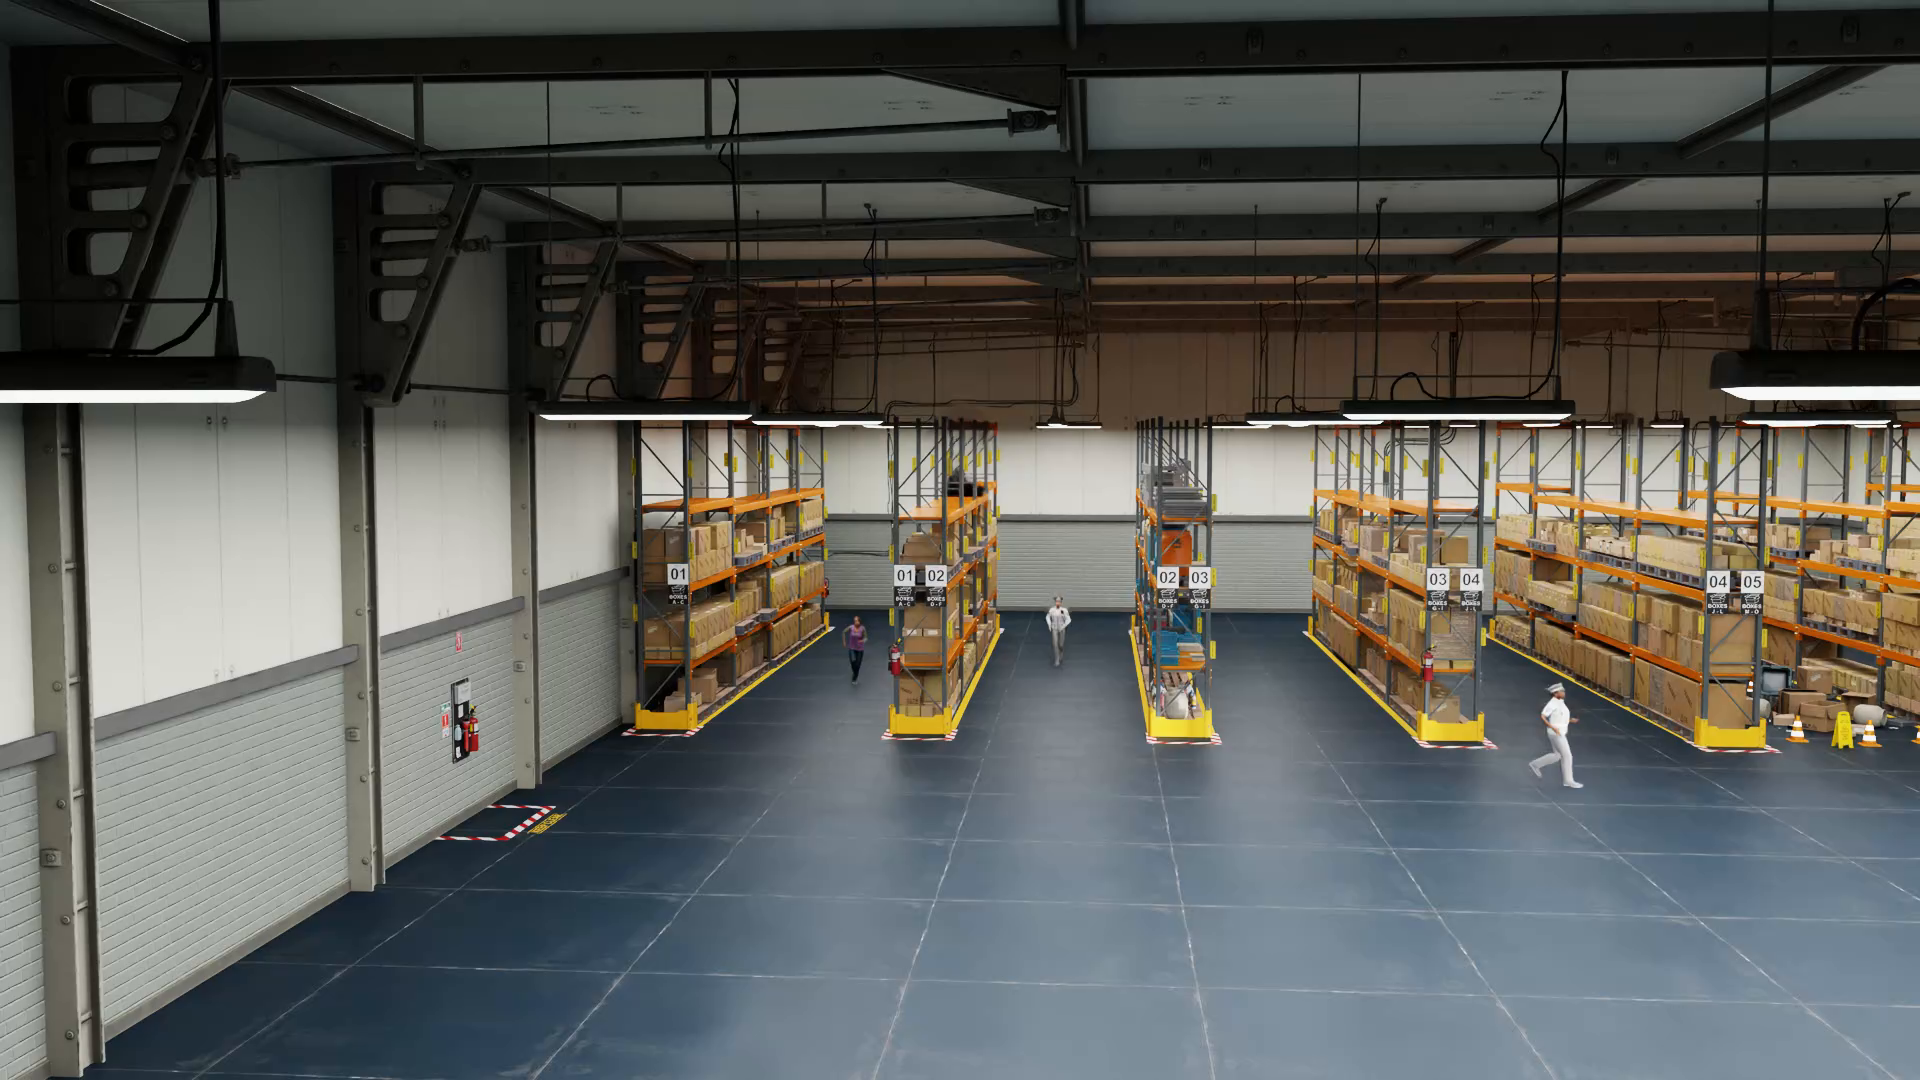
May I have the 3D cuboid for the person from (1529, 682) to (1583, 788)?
[{"bbox_3d":[9.621,3.122,26.842,0.878,1.672,0.587,2,4,33],"label":"person"}]

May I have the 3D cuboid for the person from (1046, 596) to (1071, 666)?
[{"bbox_3d":[2.422,2.218,40.986,0.625,1.697,0.771,0,4,6],"label":"person"}]

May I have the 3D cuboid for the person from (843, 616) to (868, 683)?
[{"bbox_3d":[-2.367,2.489,37.527,0.569,1.548,0.680,0,4,-3],"label":"person"}]
